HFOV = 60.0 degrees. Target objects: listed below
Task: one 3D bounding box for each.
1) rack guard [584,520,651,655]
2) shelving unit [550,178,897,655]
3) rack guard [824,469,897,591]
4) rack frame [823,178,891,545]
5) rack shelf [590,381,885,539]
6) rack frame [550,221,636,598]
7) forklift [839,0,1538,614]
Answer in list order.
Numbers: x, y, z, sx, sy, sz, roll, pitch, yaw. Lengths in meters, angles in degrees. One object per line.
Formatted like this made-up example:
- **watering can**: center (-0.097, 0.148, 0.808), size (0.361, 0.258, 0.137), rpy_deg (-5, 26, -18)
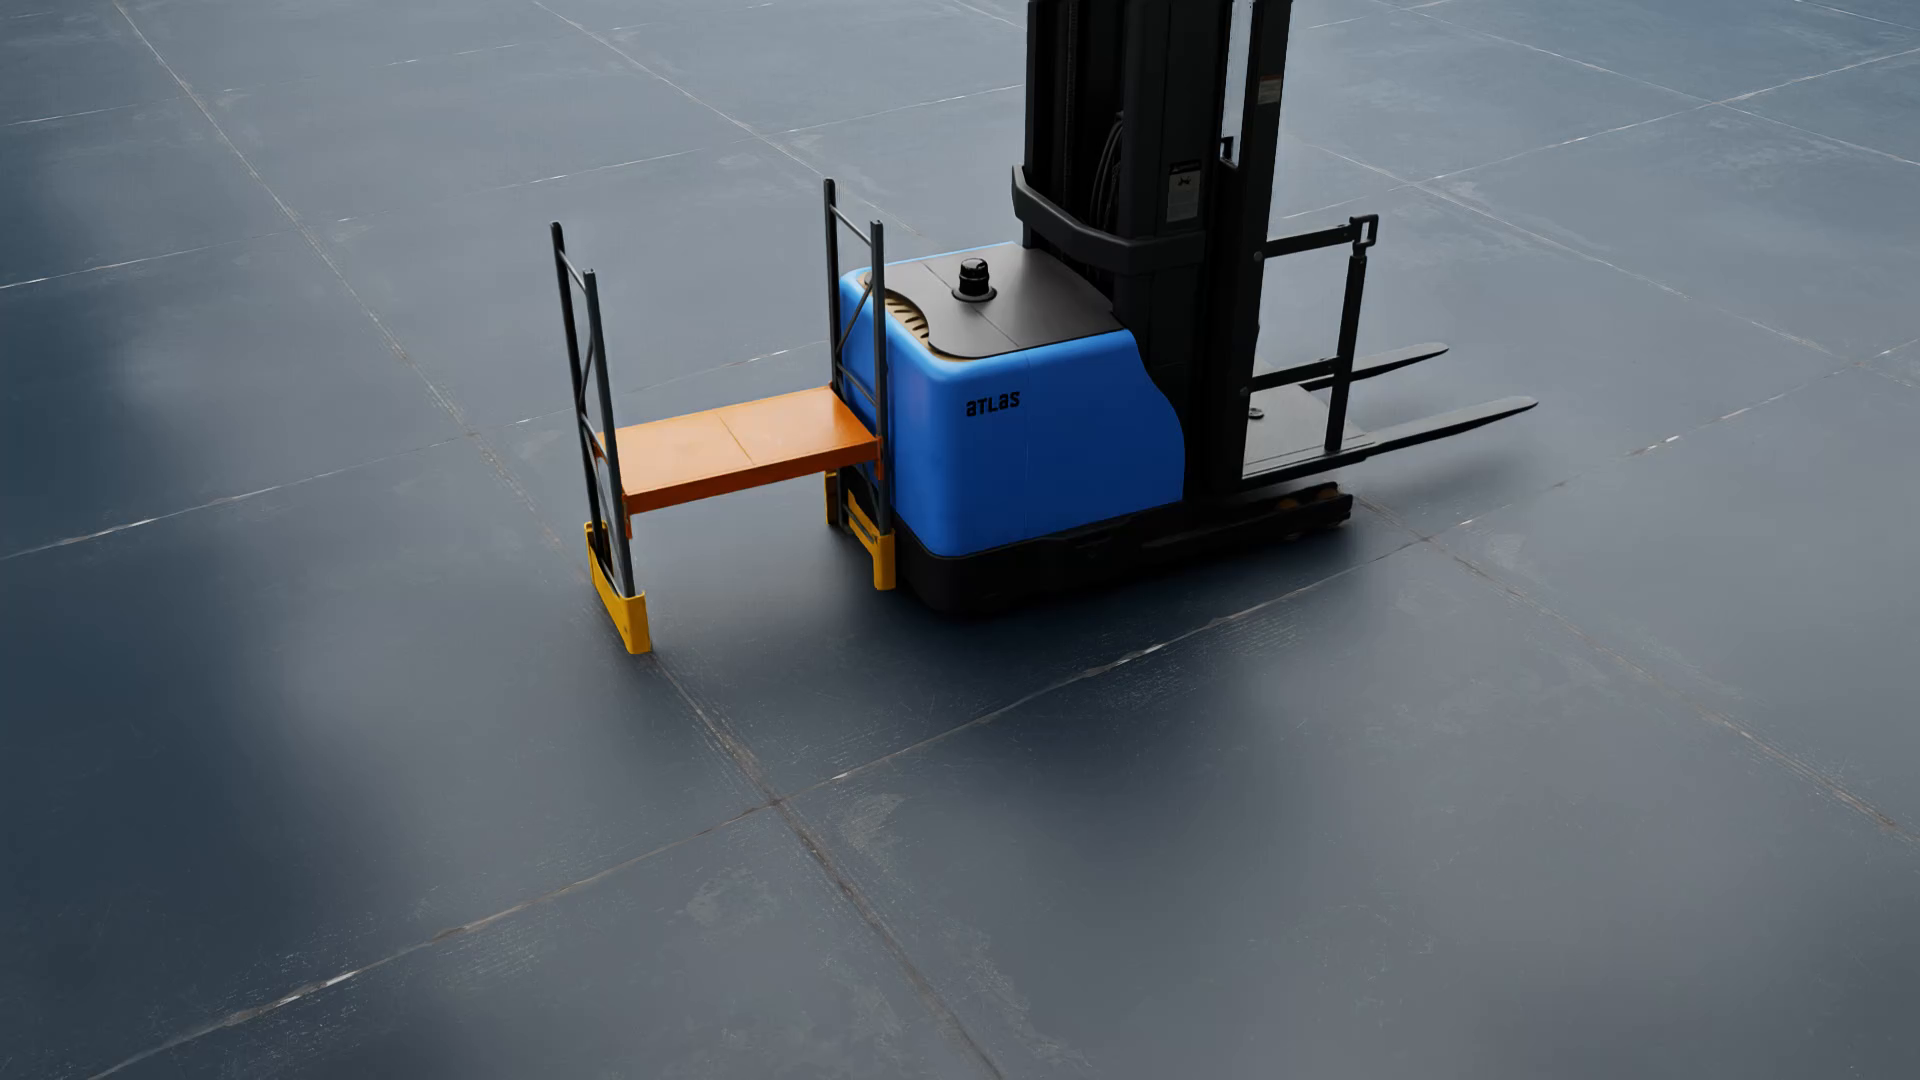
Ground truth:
- **rack guard**: center (-1.306, 0.174, 6.333), size (0.087, 0.250, 0.587), rpy_deg (-14, 35, -21)
- **shelving unit**: center (-0.856, -0.467, 6.178), size (1.083, 1.500, 0.587), rpy_deg (-14, 35, -21)
- **rack guard**: center (-0.405, -0.052, 6.691), size (0.087, 0.250, 0.587), rpy_deg (-14, 35, -21)
- **rack frame**: center (-0.387, -0.585, 6.364), size (0.032, 1.500, 0.500), rpy_deg (-14, 35, -21)
- **rack shelf**: center (-0.847, -0.317, 6.278), size (1.000, 0.185, 0.538), rpy_deg (-14, 35, -21)
- **rack frame**: center (-1.308, -0.354, 5.999), size (0.032, 1.500, 0.500), rpy_deg (-14, 35, -21)
- **forklift**: center (1.063, -1.482, 6.445), size (3.031, 2.935, 1.130), rpy_deg (-14, 35, -21)
